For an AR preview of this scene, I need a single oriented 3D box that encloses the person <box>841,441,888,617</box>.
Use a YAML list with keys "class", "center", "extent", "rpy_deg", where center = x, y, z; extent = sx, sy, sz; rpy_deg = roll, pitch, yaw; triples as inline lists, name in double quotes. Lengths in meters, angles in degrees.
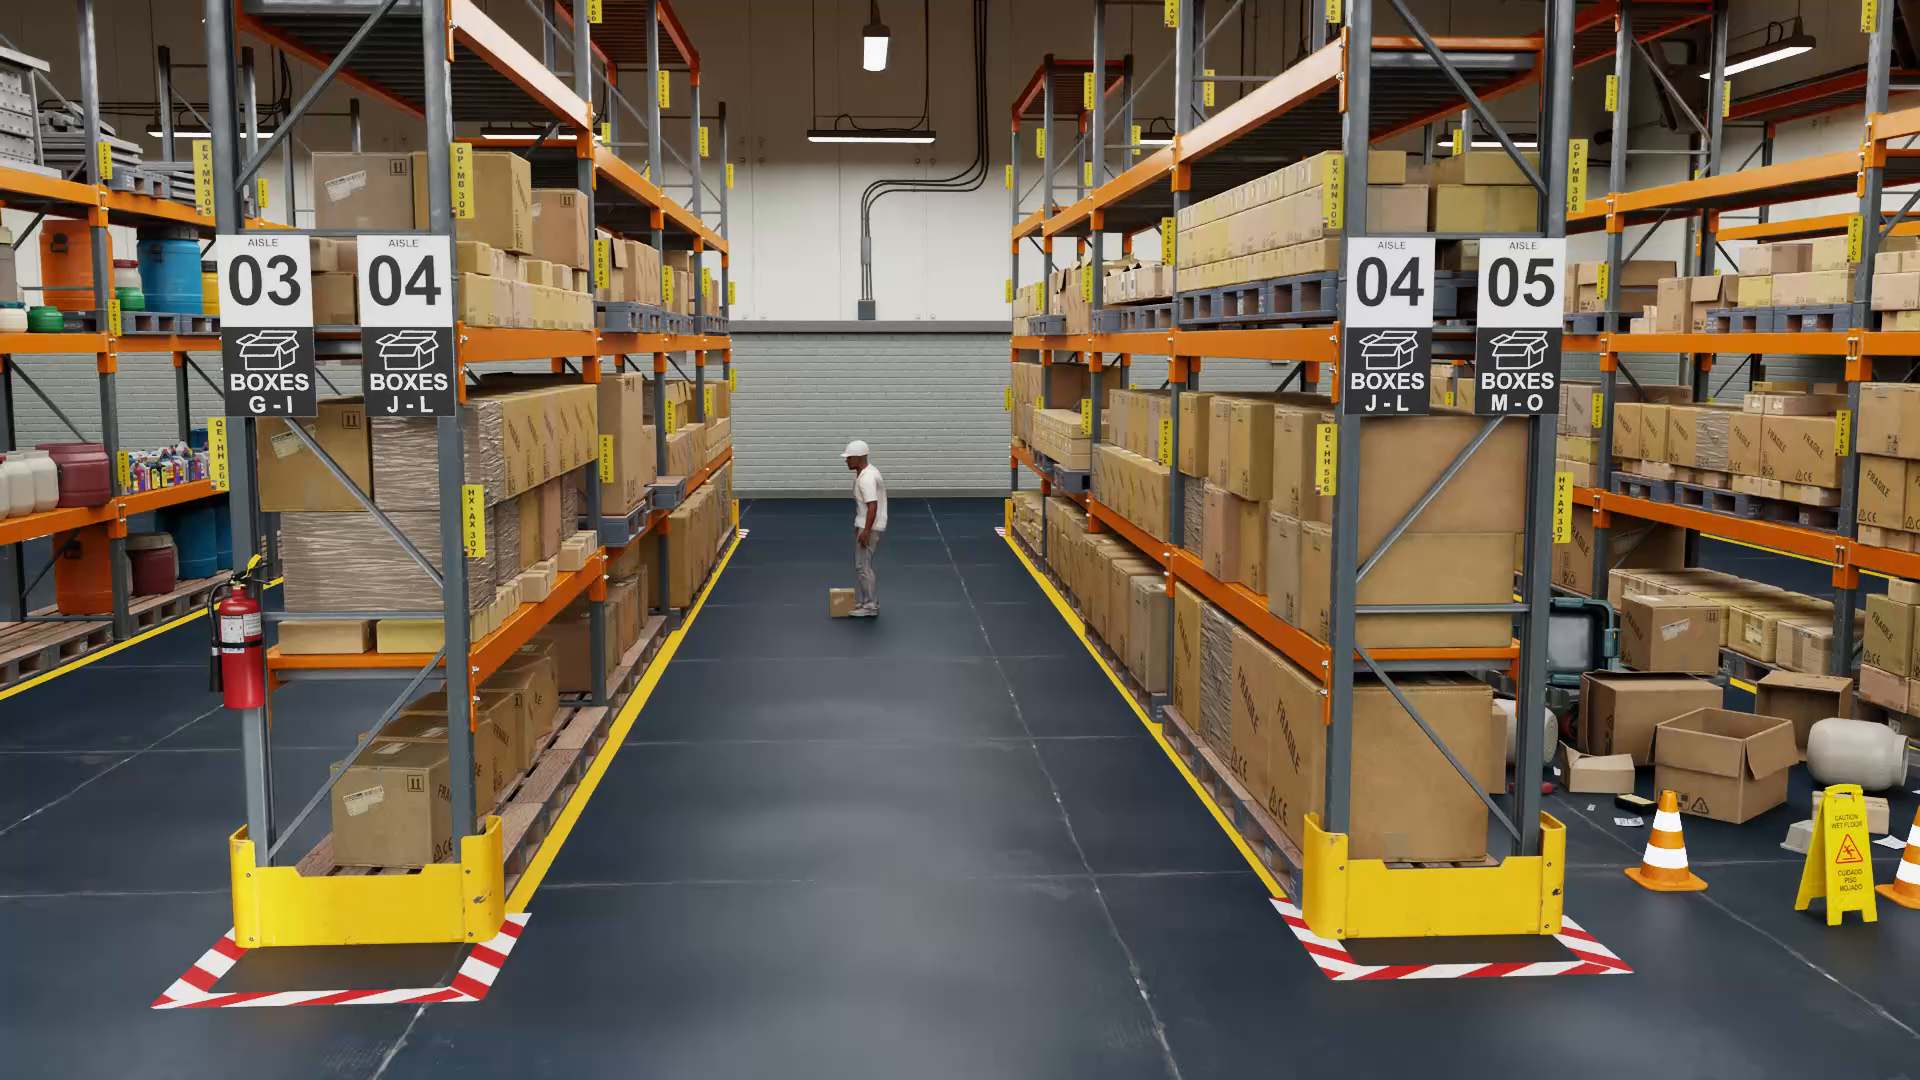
- class: "person"
  center: [-0.962, -0.119, 16.671]
  extent: [0.462, 1.759, 0.633]
  rpy_deg: [-1, 7, -7]
